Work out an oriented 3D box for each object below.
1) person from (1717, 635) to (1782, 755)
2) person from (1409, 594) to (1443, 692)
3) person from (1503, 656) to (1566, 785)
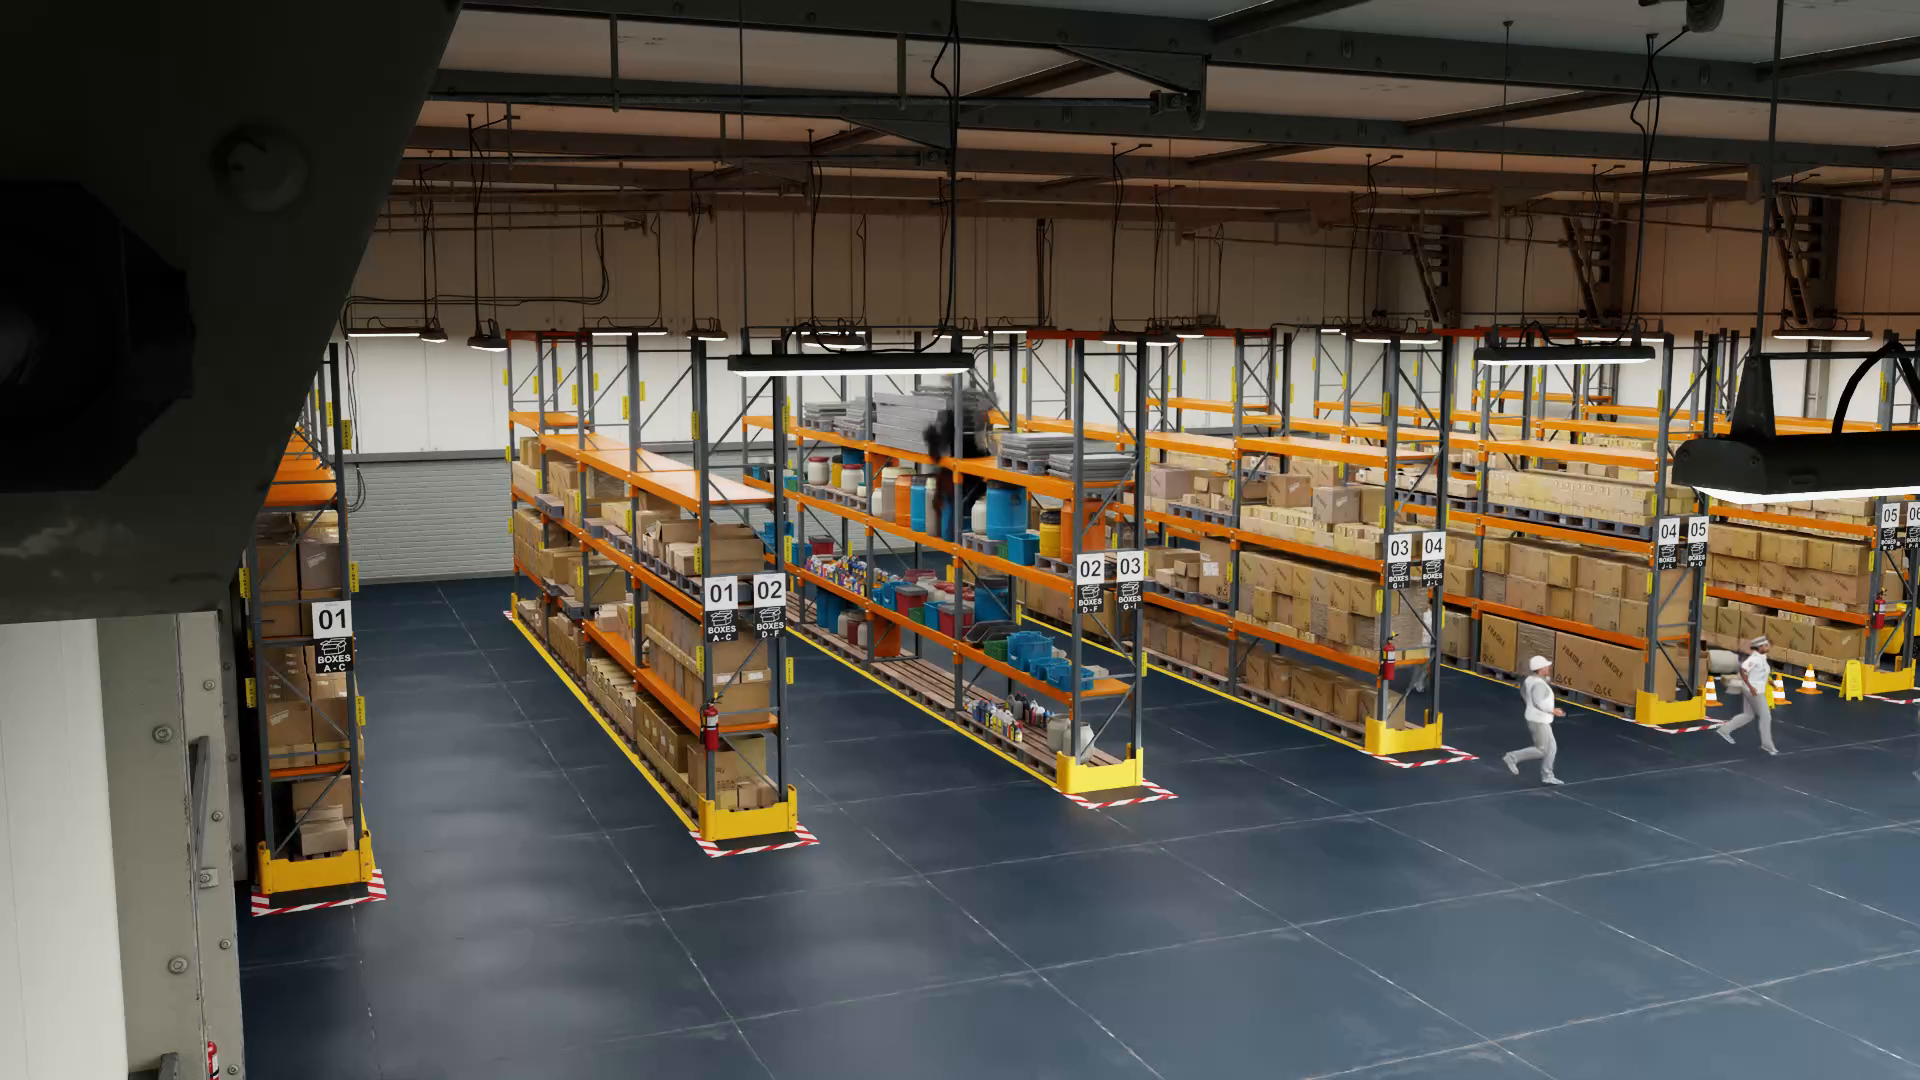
[{"bbox_3d":[11.516,2.230,24.171,0.877,1.722,0.591,4,9,25],"label":"person"},{"bbox_3d":[7.785,1.723,27.793,0.591,1.665,0.640,-6,10,-36],"label":"person"},{"bbox_3d":[7.768,2.436,22.460,0.828,1.768,0.665,1,8,10],"label":"person"}]
